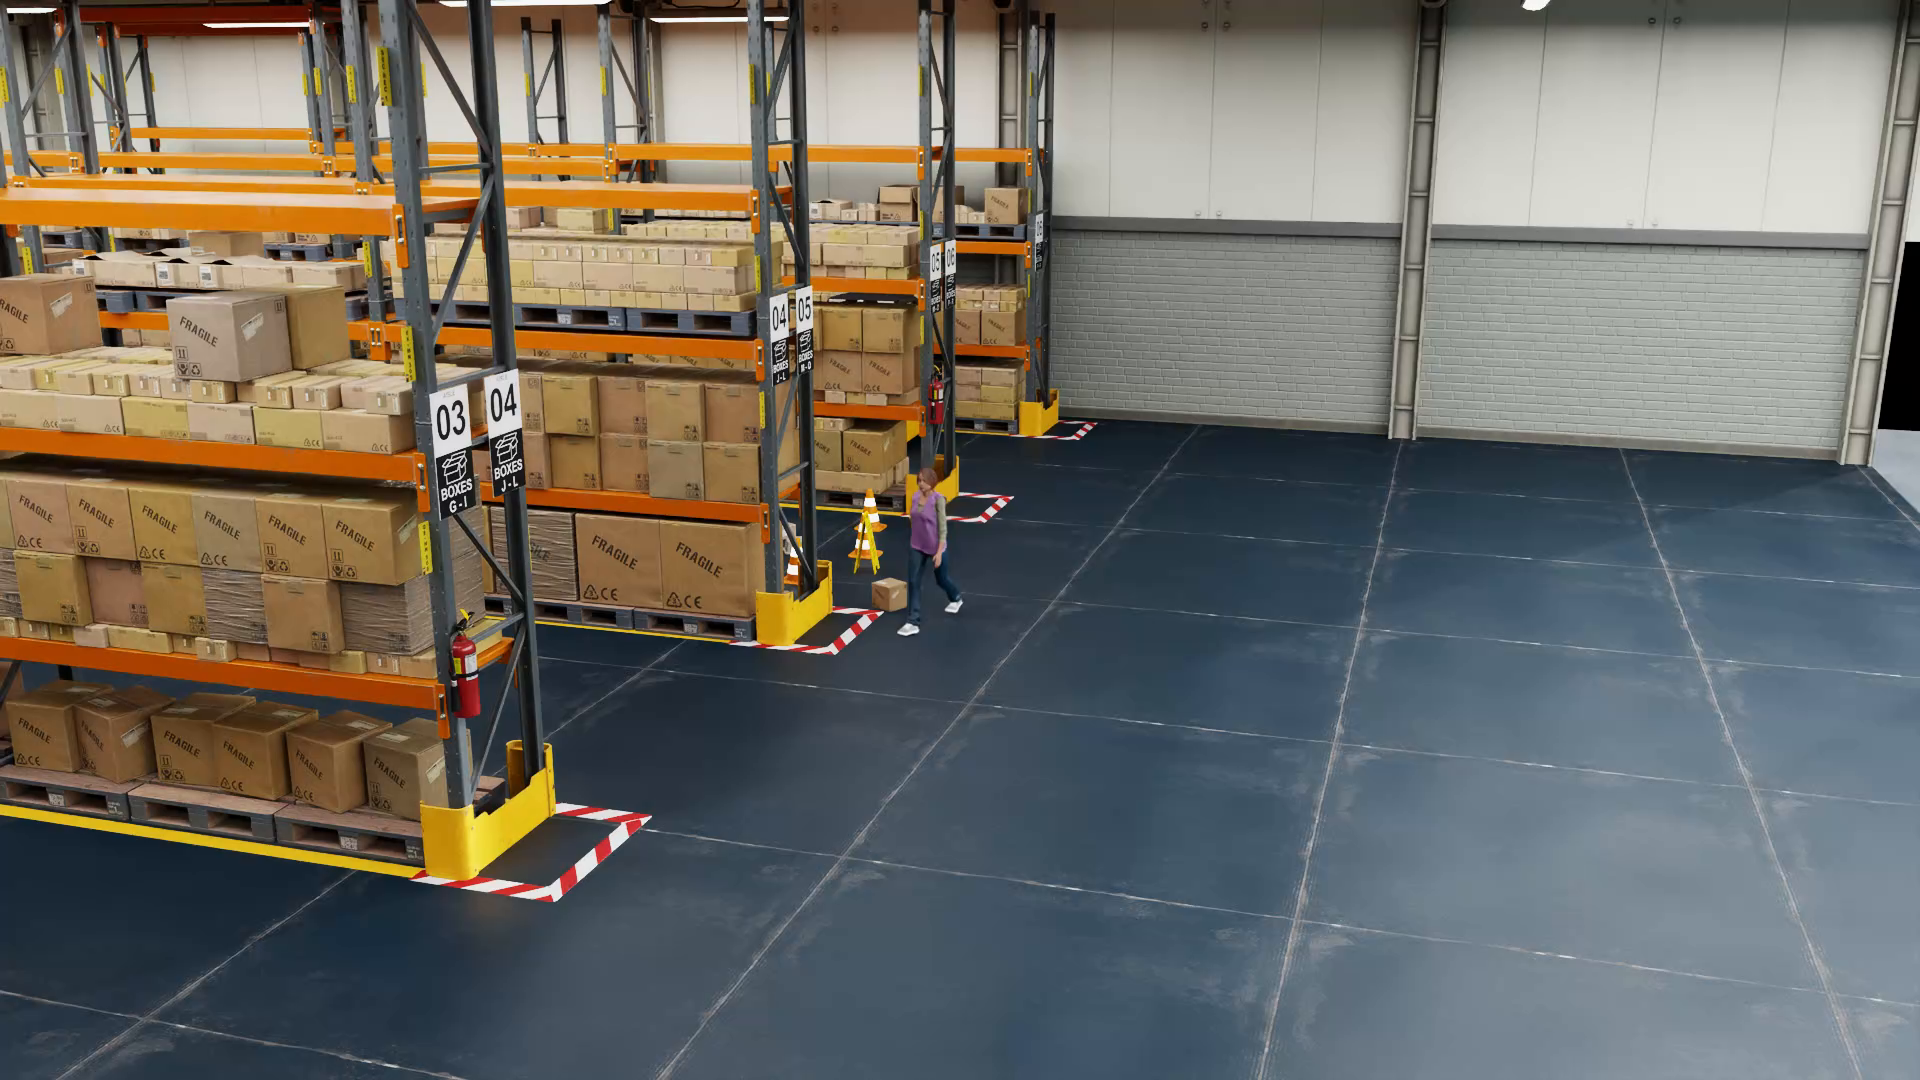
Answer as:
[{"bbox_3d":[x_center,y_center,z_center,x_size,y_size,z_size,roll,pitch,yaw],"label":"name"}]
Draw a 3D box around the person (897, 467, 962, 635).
[{"bbox_3d":[-0.273,0.069,15.672,0.435,1.552,0.942,9,18,29],"label":"person"}]
